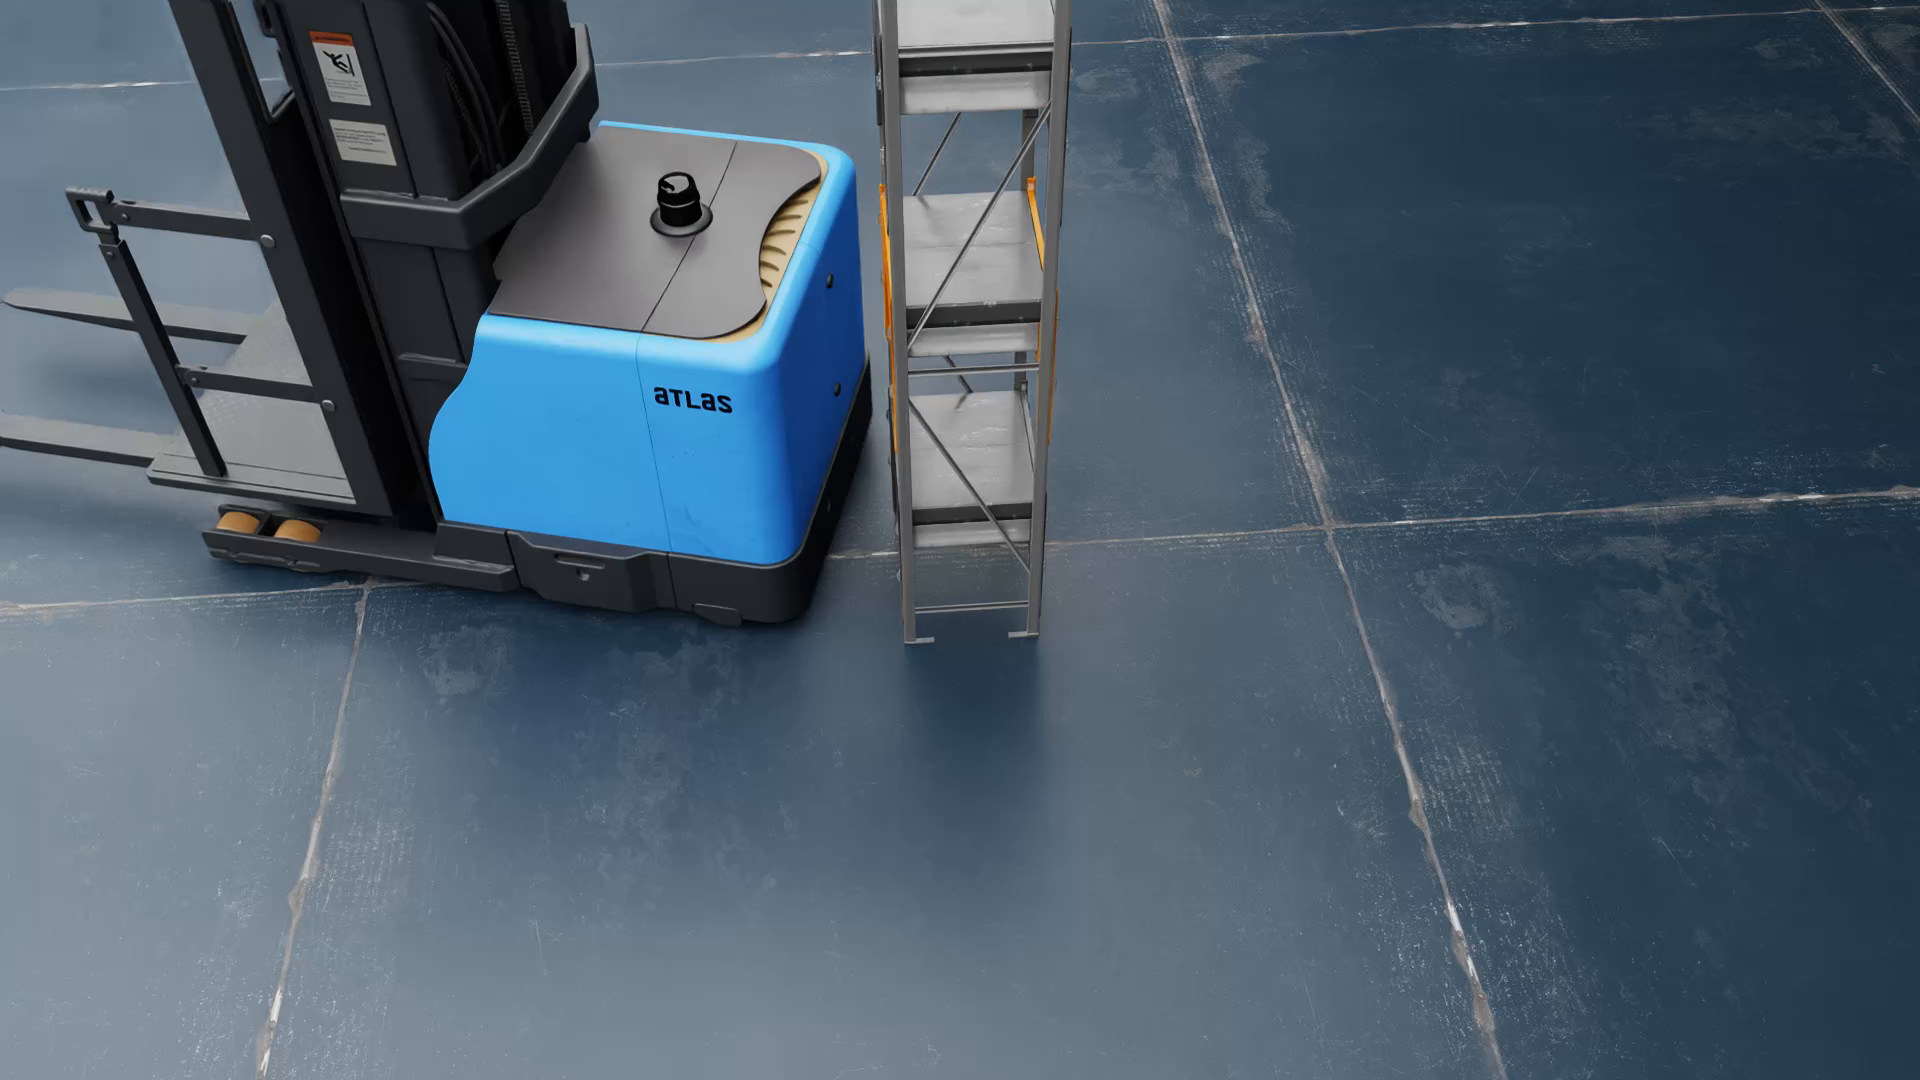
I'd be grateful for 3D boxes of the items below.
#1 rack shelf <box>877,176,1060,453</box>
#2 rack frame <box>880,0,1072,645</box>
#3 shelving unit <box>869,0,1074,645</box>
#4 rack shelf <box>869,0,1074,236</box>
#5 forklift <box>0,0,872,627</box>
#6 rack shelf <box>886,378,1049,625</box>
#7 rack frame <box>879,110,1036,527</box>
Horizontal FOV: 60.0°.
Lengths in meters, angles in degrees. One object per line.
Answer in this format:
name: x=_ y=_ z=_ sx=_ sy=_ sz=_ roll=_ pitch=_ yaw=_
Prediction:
rack shelf: x=0.014 y=-0.593 z=4.384 sx=0.431 sy=0.518 sz=0.480 roll=-3 pitch=47 yaw=-3
rack frame: x=0.034 y=-0.426 z=4.207 sx=0.400 sy=2.100 sz=0.015 roll=-3 pitch=47 yaw=-3
shelving unit: x=0.014 y=-0.602 z=4.374 sx=0.431 sy=2.100 sz=0.503 roll=-3 pitch=47 yaw=-3
rack shelf: x=0.014 y=-1.074 z=3.876 sx=0.431 sy=0.518 sz=0.480 roll=-3 pitch=47 yaw=-3
forklift: x=-1.860 y=-1.278 z=4.442 sx=3.031 sy=2.935 sz=1.130 roll=8 pitch=47 yaw=7
rack shelf: x=0.014 y=-0.112 z=4.892 sx=0.431 sy=0.518 sz=0.480 roll=-3 pitch=47 yaw=-3
rack frame: x=-0.007 y=-0.779 z=4.541 sx=0.400 sy=2.100 sz=0.015 roll=-3 pitch=47 yaw=-3
